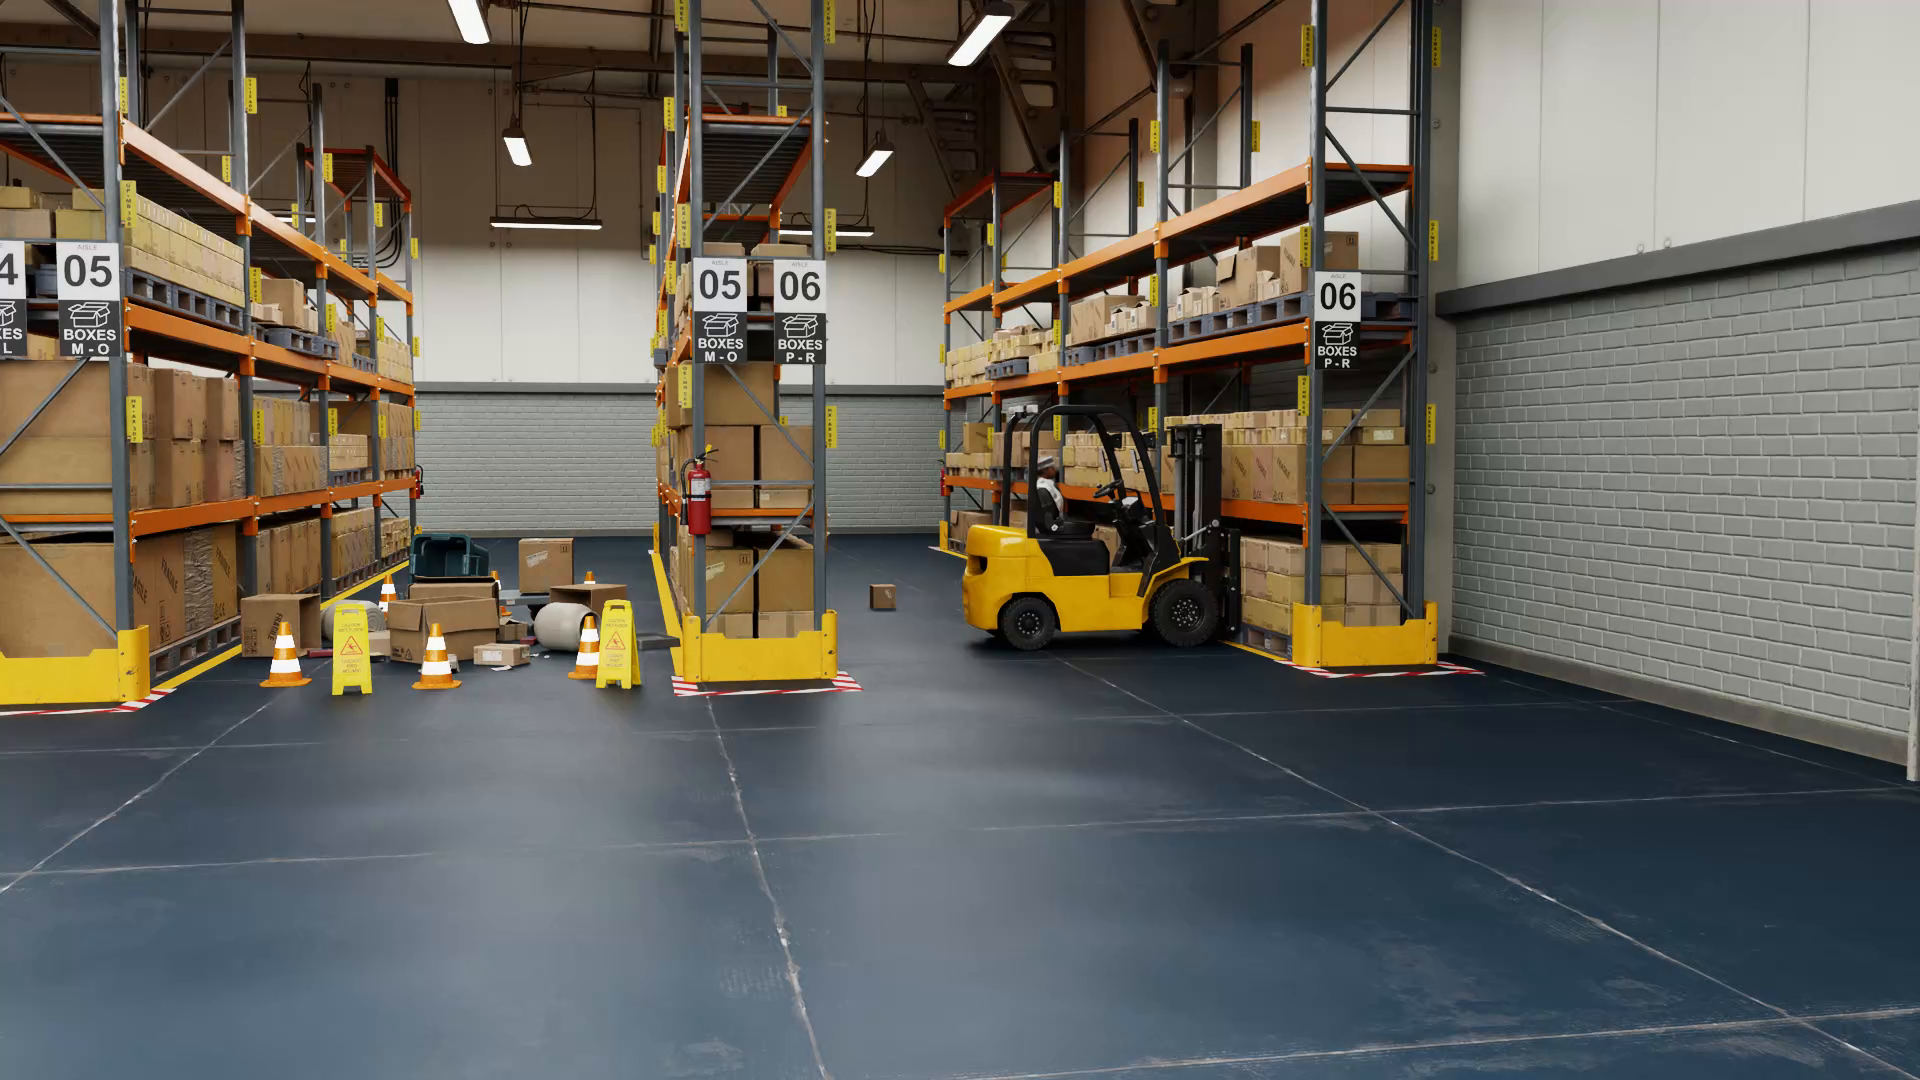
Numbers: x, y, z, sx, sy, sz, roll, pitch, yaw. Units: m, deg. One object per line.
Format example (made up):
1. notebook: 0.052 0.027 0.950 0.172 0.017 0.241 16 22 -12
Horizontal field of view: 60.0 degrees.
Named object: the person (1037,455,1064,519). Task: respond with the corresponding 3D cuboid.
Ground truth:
1. person: 0.970 -0.415 18.241 0.328 1.035 0.472 1 3 12
